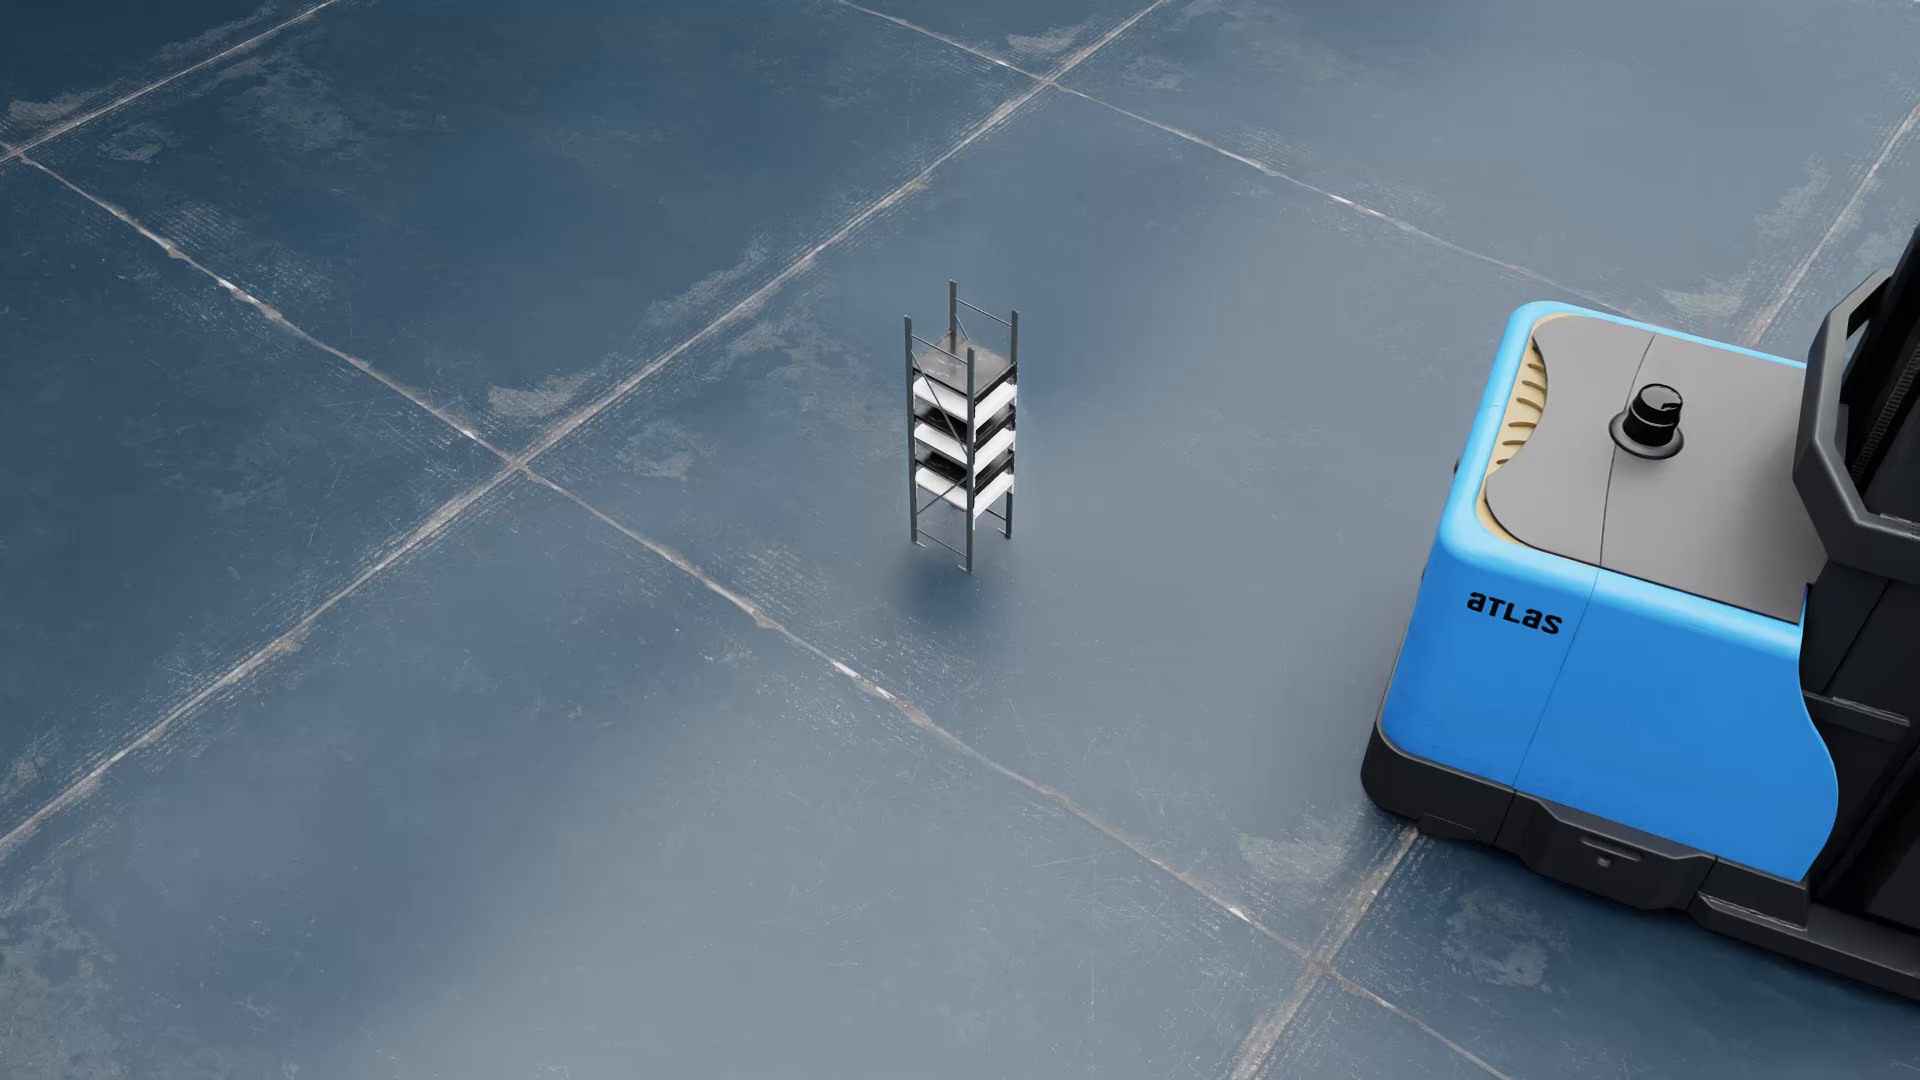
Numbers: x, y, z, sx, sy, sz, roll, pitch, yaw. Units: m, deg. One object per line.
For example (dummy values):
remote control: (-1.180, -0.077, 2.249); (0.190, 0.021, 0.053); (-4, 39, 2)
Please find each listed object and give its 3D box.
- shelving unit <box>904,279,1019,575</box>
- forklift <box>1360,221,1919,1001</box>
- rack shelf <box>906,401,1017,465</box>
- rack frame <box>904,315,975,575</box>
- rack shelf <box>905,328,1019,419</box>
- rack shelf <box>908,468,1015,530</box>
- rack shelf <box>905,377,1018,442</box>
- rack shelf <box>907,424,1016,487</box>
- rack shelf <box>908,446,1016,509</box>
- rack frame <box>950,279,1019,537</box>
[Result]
shelving unit: (0.005, -0.315, 4.929); (0.258, 0.900, 0.210); (29, 53, 25)
forklift: (2.654, -0.173, 3.388); (3.031, 2.935, 1.130); (18, 49, 16)
rack shelf: (0.005, -0.355, 4.888); (0.258, 0.077, 0.200); (29, 53, 25)
rack frame: (-0.057, -0.257, 4.873); (0.240, 0.900, 0.006); (29, 53, 25)
rack shelf: (0.005, -0.479, 4.758); (0.258, 0.077, 0.200); (29, 53, 25)
rack shelf: (0.005, -0.168, 5.083); (0.258, 0.077, 0.200); (29, 53, 25)
rack shelf: (0.005, -0.417, 4.823); (0.258, 0.077, 0.200); (29, 53, 25)
rack shelf: (0.005, -0.292, 4.953); (0.258, 0.077, 0.200); (29, 53, 25)
rack shelf: (0.005, -0.230, 5.018); (0.258, 0.077, 0.200); (29, 53, 25)
rack frame: (0.067, -0.374, 4.985); (0.240, 0.900, 0.006); (29, 53, 25)
